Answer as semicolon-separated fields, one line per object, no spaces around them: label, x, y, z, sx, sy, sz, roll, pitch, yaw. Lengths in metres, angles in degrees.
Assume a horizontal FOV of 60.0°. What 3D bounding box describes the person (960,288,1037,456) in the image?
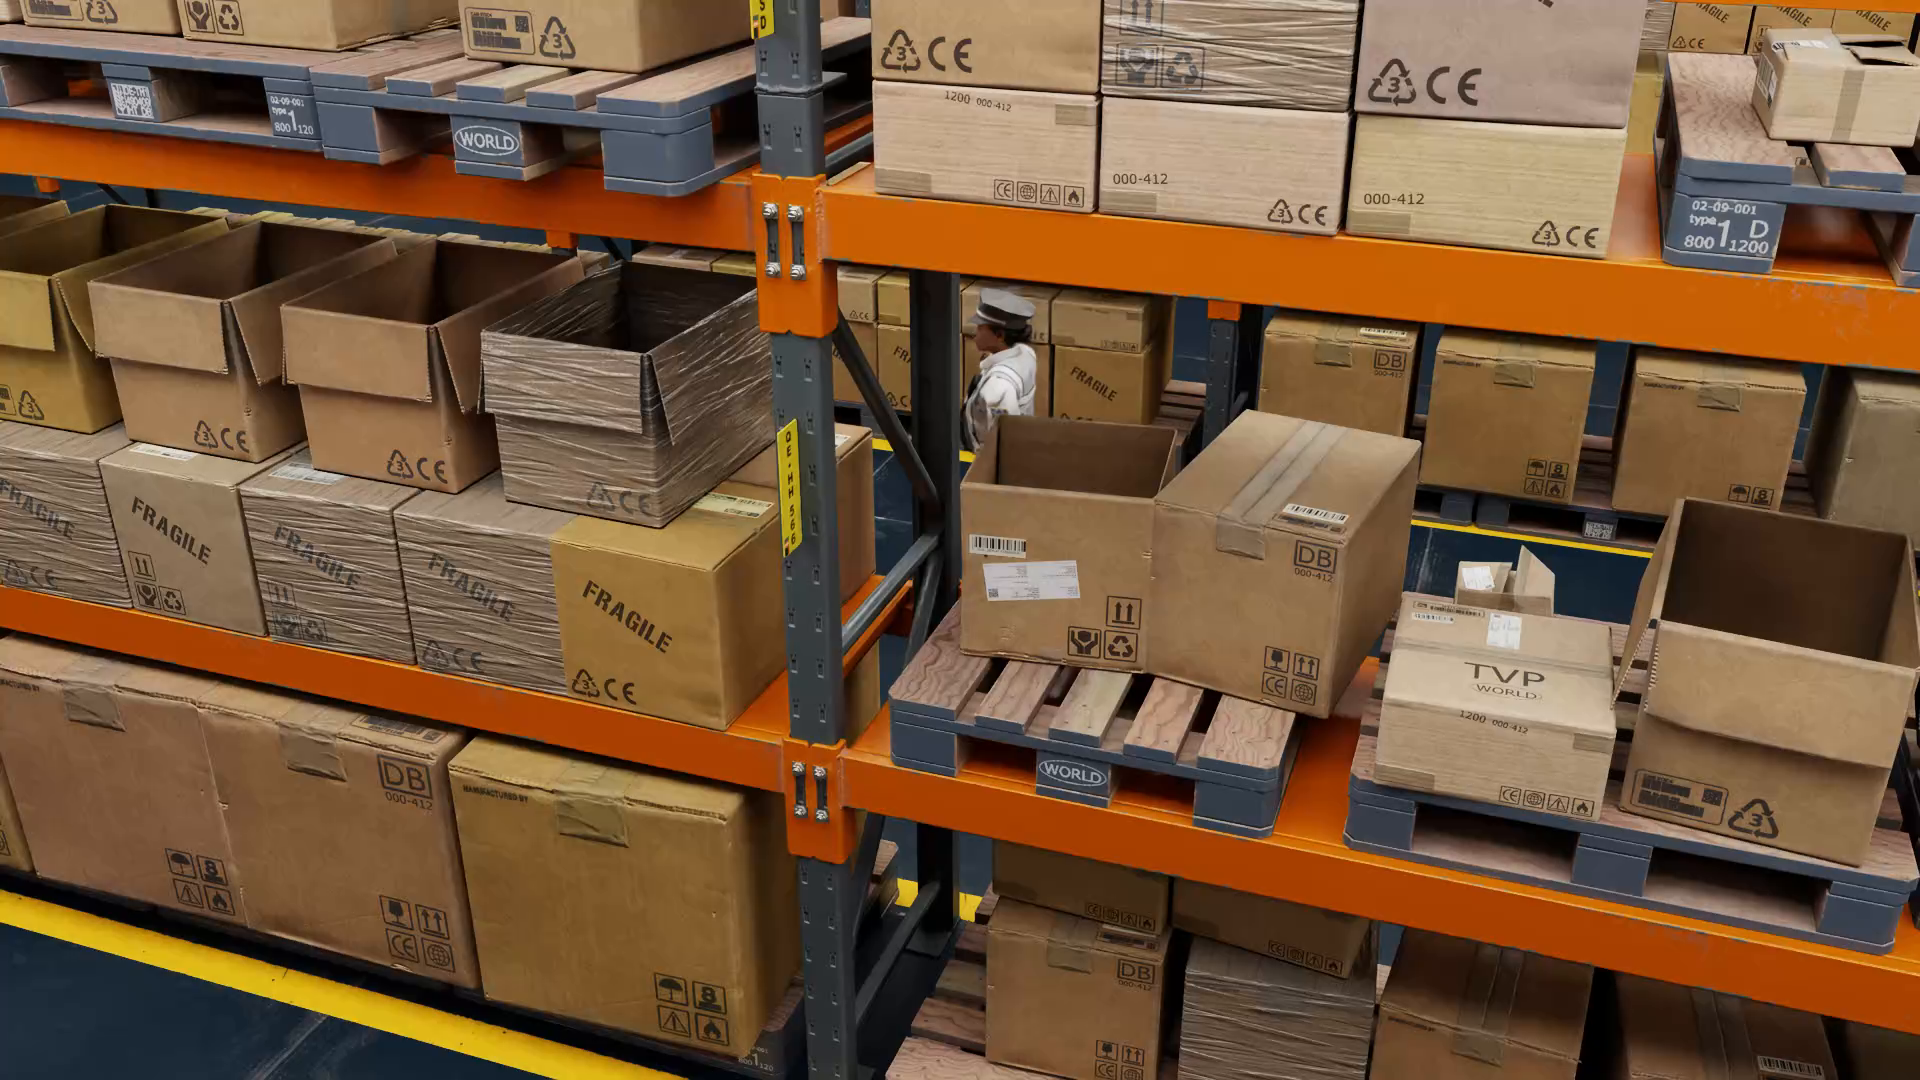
person;0.293;-0.263;7.099;0.784;1.666;0.527;9;27;17
